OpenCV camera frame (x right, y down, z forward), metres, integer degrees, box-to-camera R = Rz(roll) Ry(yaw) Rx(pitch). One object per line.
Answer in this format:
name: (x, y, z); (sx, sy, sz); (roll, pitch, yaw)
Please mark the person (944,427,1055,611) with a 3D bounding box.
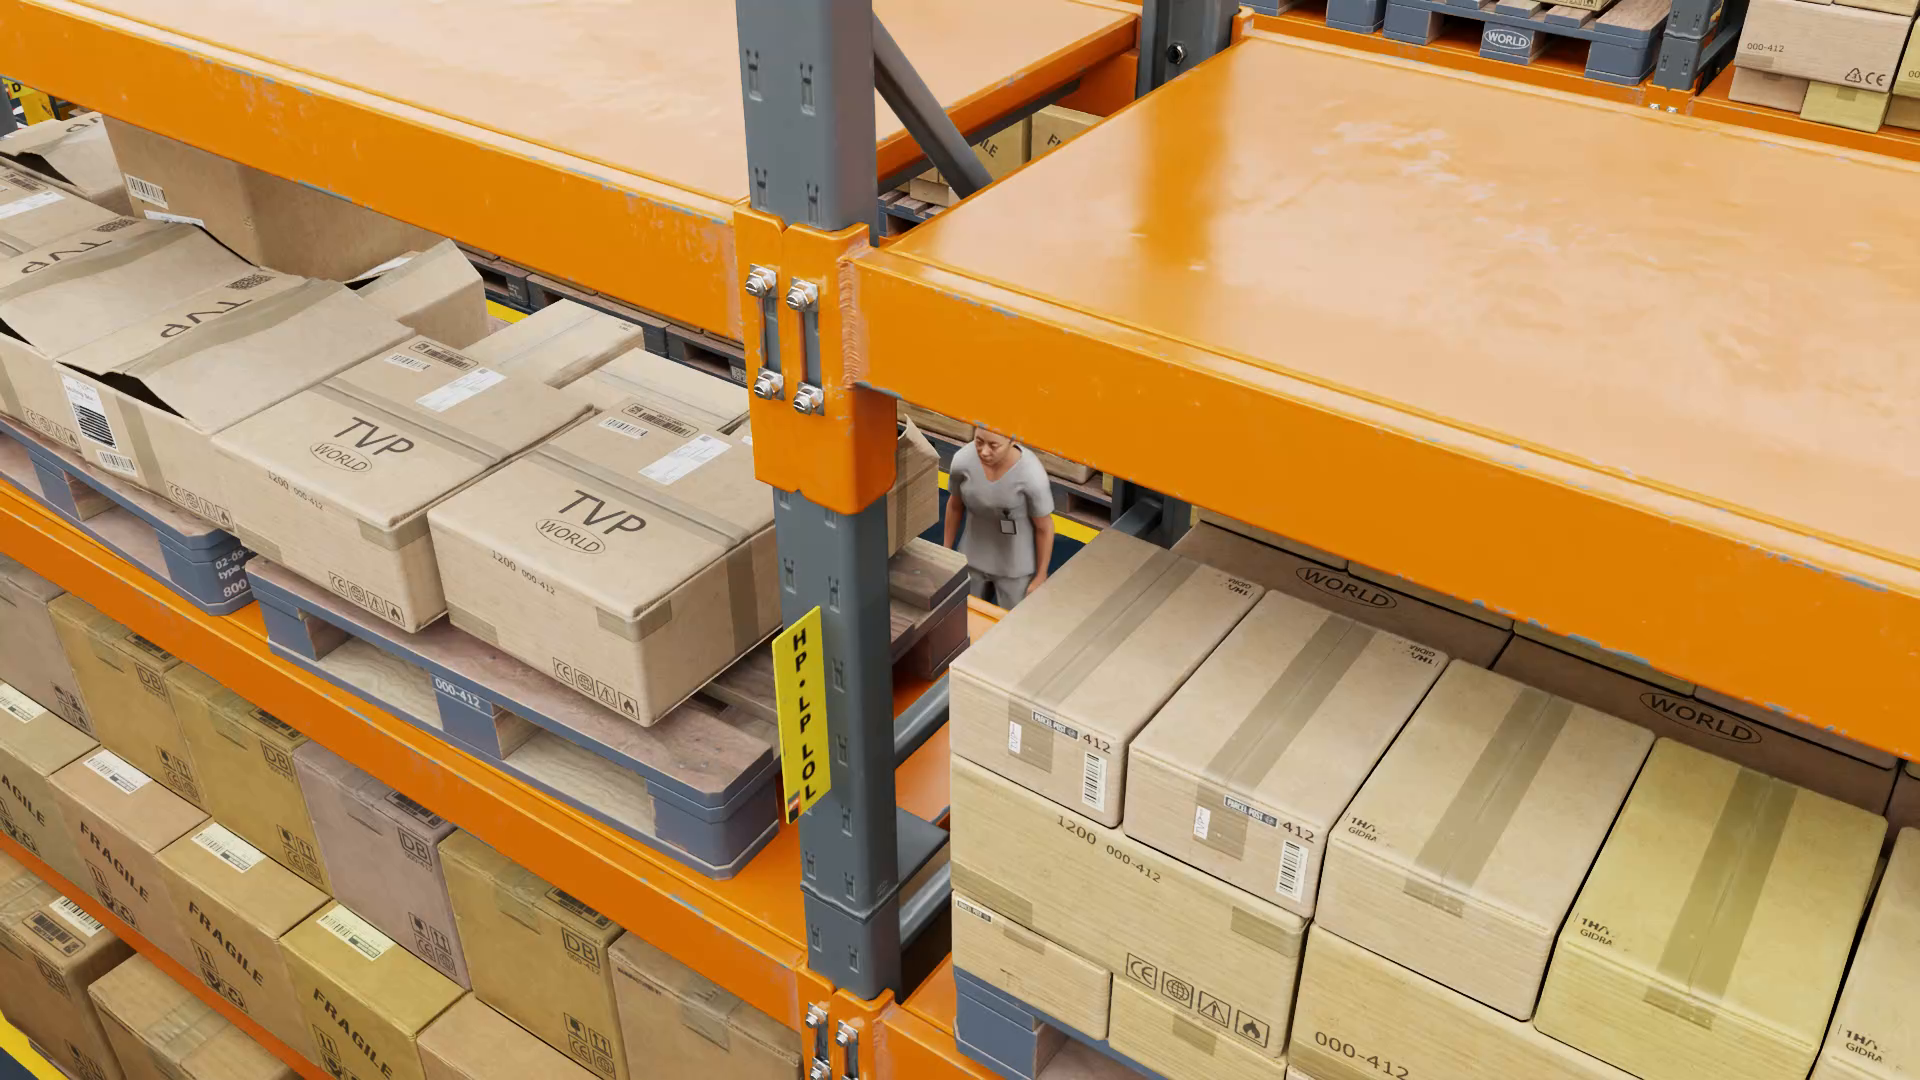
person: (0.148, 0.115, 6.979); (0.491, 1.673, 0.353); (15, 37, 21)
